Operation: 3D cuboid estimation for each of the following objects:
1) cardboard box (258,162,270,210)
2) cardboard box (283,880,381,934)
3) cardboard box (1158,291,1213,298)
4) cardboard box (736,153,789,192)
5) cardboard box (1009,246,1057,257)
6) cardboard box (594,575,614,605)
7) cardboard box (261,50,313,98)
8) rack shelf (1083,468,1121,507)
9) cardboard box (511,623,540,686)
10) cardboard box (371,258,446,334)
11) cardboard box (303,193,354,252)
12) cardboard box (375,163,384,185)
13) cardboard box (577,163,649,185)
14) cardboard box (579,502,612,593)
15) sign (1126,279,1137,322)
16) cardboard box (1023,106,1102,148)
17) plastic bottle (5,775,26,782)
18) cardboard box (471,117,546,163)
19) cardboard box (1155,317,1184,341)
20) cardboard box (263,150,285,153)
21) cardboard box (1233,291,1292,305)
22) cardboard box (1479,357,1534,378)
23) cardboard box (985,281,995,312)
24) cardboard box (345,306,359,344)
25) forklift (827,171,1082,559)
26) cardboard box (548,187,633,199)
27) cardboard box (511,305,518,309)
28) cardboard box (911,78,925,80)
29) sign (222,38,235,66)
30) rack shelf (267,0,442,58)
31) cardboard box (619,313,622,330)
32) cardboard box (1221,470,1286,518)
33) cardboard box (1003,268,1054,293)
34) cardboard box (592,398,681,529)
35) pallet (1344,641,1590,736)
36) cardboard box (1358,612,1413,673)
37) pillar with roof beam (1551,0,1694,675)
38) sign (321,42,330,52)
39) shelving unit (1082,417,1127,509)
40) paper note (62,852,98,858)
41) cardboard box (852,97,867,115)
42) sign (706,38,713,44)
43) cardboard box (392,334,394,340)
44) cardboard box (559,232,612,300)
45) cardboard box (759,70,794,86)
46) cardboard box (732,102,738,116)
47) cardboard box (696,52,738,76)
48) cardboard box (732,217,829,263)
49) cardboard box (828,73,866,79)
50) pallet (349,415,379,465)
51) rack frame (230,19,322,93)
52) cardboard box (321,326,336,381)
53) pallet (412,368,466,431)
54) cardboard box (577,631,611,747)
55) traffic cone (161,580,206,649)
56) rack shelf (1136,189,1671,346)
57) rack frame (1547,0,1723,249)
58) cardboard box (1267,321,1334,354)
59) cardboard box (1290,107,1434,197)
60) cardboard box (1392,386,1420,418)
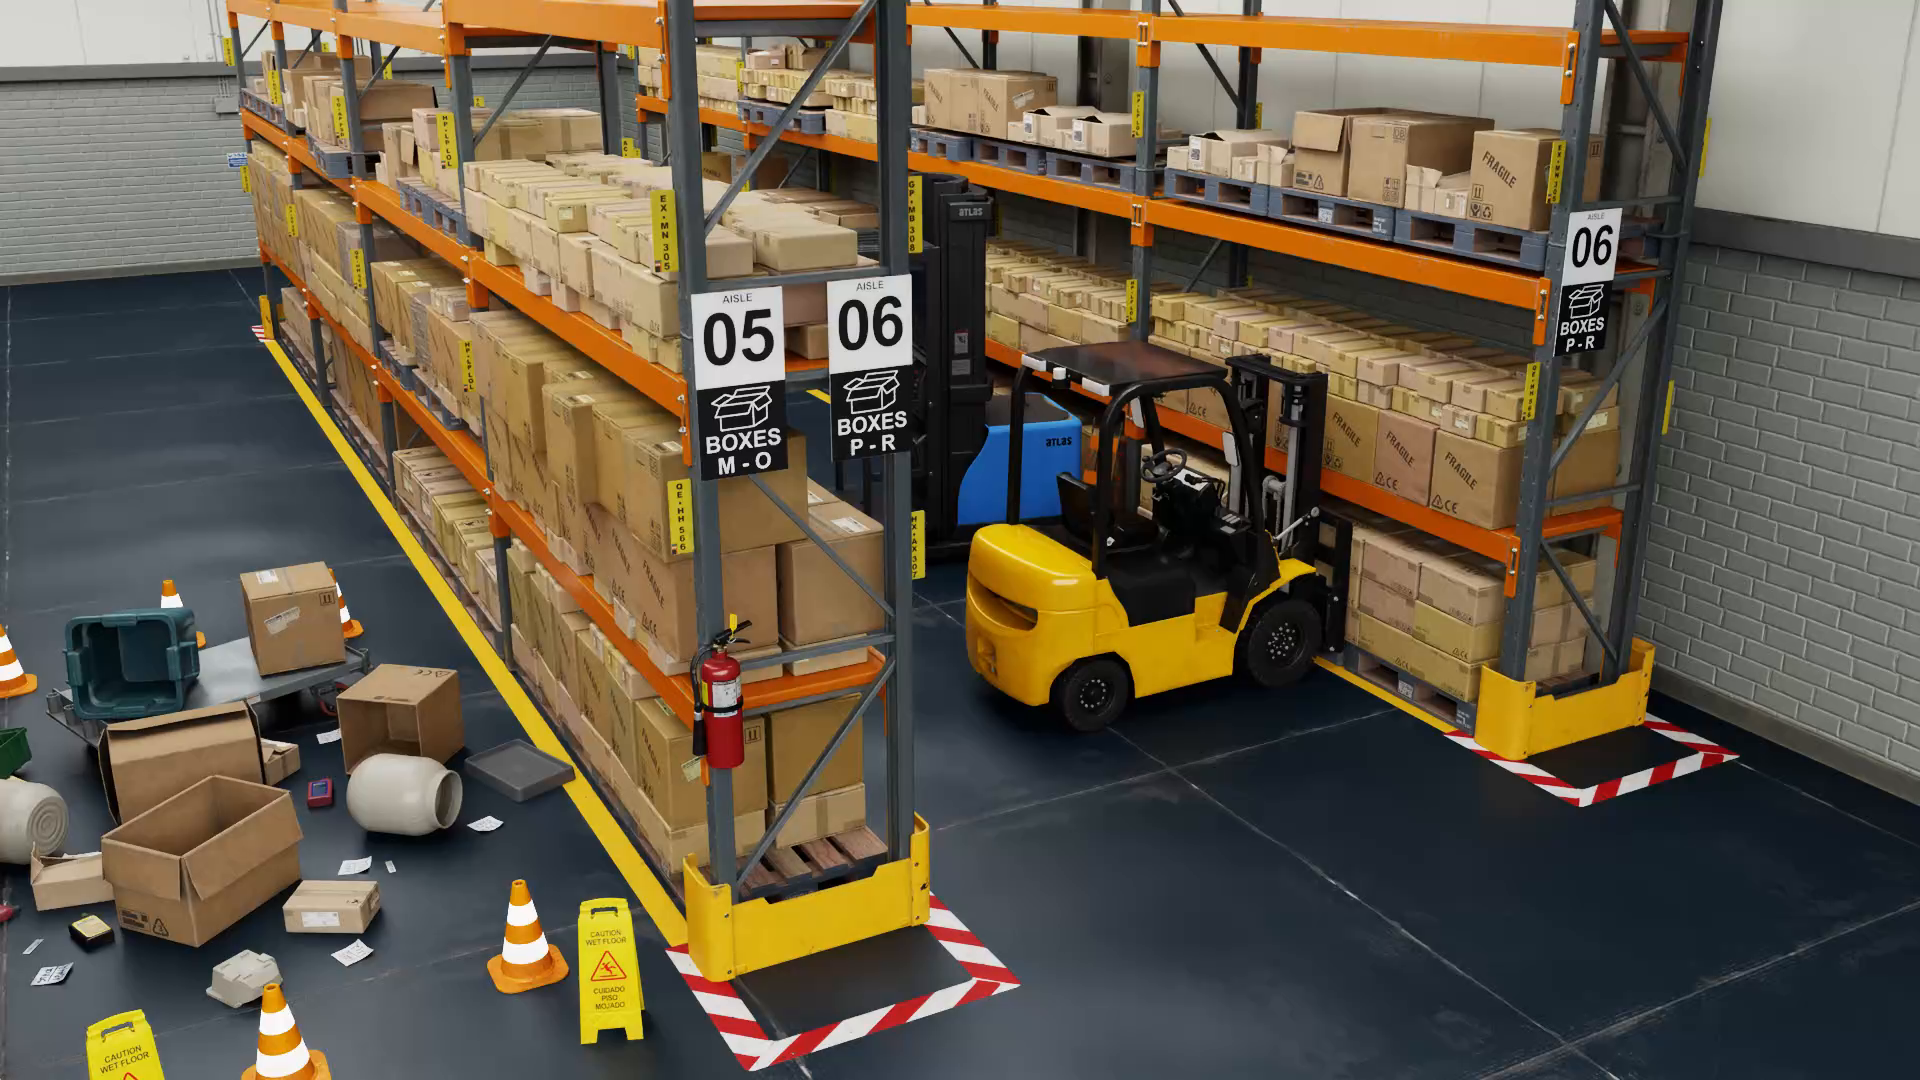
[{"bbox_3d":[-7.804,-4.118,19.282,0.500,0.500,0.500,-10,21,-27],"label":"cardboard box"},{"bbox_3d":[-3.086,1.803,8.177,0.380,0.149,0.250,1,19,2],"label":"cardboard box"},{"bbox_3d":[1.803,-1.887,13.354,0.380,0.149,0.250,-11,22,-28],"label":"cardboard box"},{"bbox_3d":[-2.491,-4.589,20.955,0.500,0.500,0.500,-11,22,-28],"label":"cardboard box"},{"bbox_3d":[0.684,-2.638,15.531,0.380,0.149,0.250,-10,22,-28],"label":"cardboard box"},{"bbox_3d":[-1.721,0.207,8.818,0.380,0.149,0.250,-10,22,-27],"label":"cardboard box"},{"bbox_3d":[-7.458,-5.183,18.505,0.500,0.500,0.500,-10,21,-26],"label":"cardboard box"},{"bbox_3d":[1.122,-0.418,13.239,0.240,0.259,0.215,11,2,29],"label":"rack shelf"},{"bbox_3d":[-2.543,0.683,10.625,0.500,0.250,0.500,-11,22,-29],"label":"cardboard box"},{"bbox_3d":[-4.475,-1.999,13.573,0.500,0.500,0.500,-11,22,-28],"label":"cardboard box"},{"bbox_3d":[-6.162,-3.133,16.427,0.500,0.500,0.500,-10,21,-27],"label":"cardboard box"},{"bbox_3d":[-4.485,-2.960,13.398,0.380,0.149,0.250,-10,21,-27],"label":"cardboard box"},{"bbox_3d":[-2.007,-2.097,9.674,0.380,0.149,0.250,-9,21,-25],"label":"cardboard box"},{"bbox_3d":[-1.654,-0.071,8.628,0.500,0.500,0.500,-10,21,-27],"label":"cardboard box"},{"bbox_3d":[1.308,-1.822,12.660,0.100,0.325,0.005,-10,21,-27],"label":"sign"},{"bbox_3d":[0.859,-3.411,13.660,0.500,0.311,0.500,-11,22,-28],"label":"cardboard box"},{"bbox_3d":[-5.434,1.401,9.478,0.283,0.061,0.133,11,22,30],"label":"plastic bottle"},{"bbox_3d":[-2.973,-2.558,10.667,0.500,0.250,0.500,-9,21,-25],"label":"cardboard box"},{"bbox_3d":[1.701,-1.621,12.583,0.380,0.149,0.250,-10,22,-28],"label":"cardboard box"},{"bbox_3d":[-7.756,-4.381,19.049,0.380,0.149,0.250,-10,21,-26],"label":"cardboard box"},{"bbox_3d":[2.281,-1.770,12.560,0.380,0.149,0.250,-11,22,-28],"label":"cardboard box"},{"bbox_3d":[3.477,-1.029,10.411,0.380,0.149,0.250,-10,21,-26],"label":"cardboard box"},{"bbox_3d":[0.347,-2.251,15.019,0.500,0.250,0.500,-11,22,-28],"label":"cardboard box"},{"bbox_3d":[-5.210,-1.956,14.931,0.500,0.250,0.500,-10,21,-26],"label":"cardboard box"},{"bbox_3d":[-0.598,-1.327,12.984,3.031,2.935,1.130,-6,20,-16],"label":"forklift"},{"bbox_3d":[-1.912,-1.731,8.614,0.380,0.149,0.250,-10,21,-26],"label":"cardboard box"},{"bbox_3d":[-3.017,-1.483,12.076,0.500,0.500,0.500,-10,21,-27],"label":"cardboard box"},{"bbox_3d":[-0.542,-4.663,17.112,0.380,0.149,0.250,-10,21,-27],"label":"cardboard box"},{"bbox_3d":[-8.775,-5.858,19.951,0.100,0.325,0.005,-10,21,-27],"label":"sign"},{"bbox_3d":[-5.434,-4.659,15.052,1.077,0.370,4.000,-10,21,-27],"label":"rack shelf"},{"bbox_3d":[-1.406,-1.070,7.921,0.380,0.149,0.250,-10,21,-26],"label":"cardboard box"},{"bbox_3d":[2.215,-0.294,11.923,0.500,0.250,0.500,-9,21,-25],"label":"cardboard box"},{"bbox_3d":[0.597,-2.243,14.386,0.380,0.149,0.250,-11,22,-28],"label":"cardboard box"},{"bbox_3d":[-1.354,-0.401,8.052,0.700,0.500,0.500,-10,21,-26],"label":"cardboard box"},{"bbox_3d":[3.281,0.854,10.832,1.003,0.211,1.213,-10,21,-27],"label":"pallet"},{"bbox_3d":[2.952,0.620,10.807,0.500,0.250,0.500,-10,21,-27],"label":"cardboard box"},{"bbox_3d":[0.355,-2.760,7.833,9.100,9.000,0.400,-10,21,-27],"label":"pillar with roof beam"},{"bbox_3d":[-7.799,-5.953,20.451,0.100,0.325,0.005,-10,21,-27],"label":"sign"},{"bbox_3d":[1.124,-0.429,13.238,0.252,1.050,0.215,11,2,29],"label":"shelving unit"},{"bbox_3d":[-4.638,1.680,8.728,0.172,0.023,0.155,-3,19,-8],"label":"paper note"},{"bbox_3d":[-0.863,-4.369,16.714,0.380,0.149,0.250,-10,21,-27],"label":"cardboard box"},{"bbox_3d":[-3.419,-6.761,22.670,0.100,0.325,0.005,-10,21,-27],"label":"sign"},{"bbox_3d":[-4.494,-1.735,13.803,0.380,0.149,0.250,-11,22,-30],"label":"cardboard box"},{"bbox_3d":[-1.654,-1.367,8.169,0.500,0.250,0.500,-9,21,-25],"label":"cardboard box"},{"bbox_3d":[-1.989,-5.083,18.296,0.380,0.149,0.250,-10,22,-28],"label":"cardboard box"},{"bbox_3d":[-2.448,-5.052,19.462,0.380,0.149,0.250,-10,21,-27],"label":"cardboard box"},{"bbox_3d":[-2.951,-5.819,20.304,0.500,0.250,0.500,-10,21,-26],"label":"cardboard box"},{"bbox_3d":[-0.809,-1.361,7.540,0.380,0.149,0.250,-10,21,-27],"label":"cardboard box"},{"bbox_3d":[-1.204,-4.934,17.866,0.380,0.149,0.250,-10,21,-26],"label":"cardboard box"},{"bbox_3d":[-5.368,-1.047,16.343,1.003,0.211,1.213,-10,21,-27],"label":"pallet"},{"bbox_3d":[-8.284,-6.910,19.861,1.000,3.000,0.127,-10,21,-27],"label":"rack frame"},{"bbox_3d":[-6.588,-2.110,18.432,0.875,0.438,0.875,-10,22,-27],"label":"cardboard box"},{"bbox_3d":[-3.509,-1.125,12.587,1.003,0.211,1.213,-10,21,-27],"label":"pallet"},{"bbox_3d":[-1.780,0.781,9.192,0.500,0.500,0.500,-11,22,-28],"label":"cardboard box"},{"bbox_3d":[-5.424,0.502,11.466,0.336,0.463,0.334,-10,21,-27],"label":"traffic cone"},{"bbox_3d":[2.731,-1.903,11.052,1.077,0.370,4.000,-10,21,-27],"label":"rack shelf"},{"bbox_3d":[3.681,-3.087,8.782,1.000,3.000,0.127,-10,21,-27],"label":"rack frame"},{"bbox_3d":[2.353,-1.399,11.483,0.380,0.149,0.250,-10,21,-27],"label":"cardboard box"},{"bbox_3d":[2.614,-2.536,10.829,0.797,0.503,0.637,-9,21,-25],"label":"cardboard box"},{"bbox_3d":[2.945,-0.887,10.455,0.380,0.149,0.250,-10,21,-27],"label":"cardboard box"}]
